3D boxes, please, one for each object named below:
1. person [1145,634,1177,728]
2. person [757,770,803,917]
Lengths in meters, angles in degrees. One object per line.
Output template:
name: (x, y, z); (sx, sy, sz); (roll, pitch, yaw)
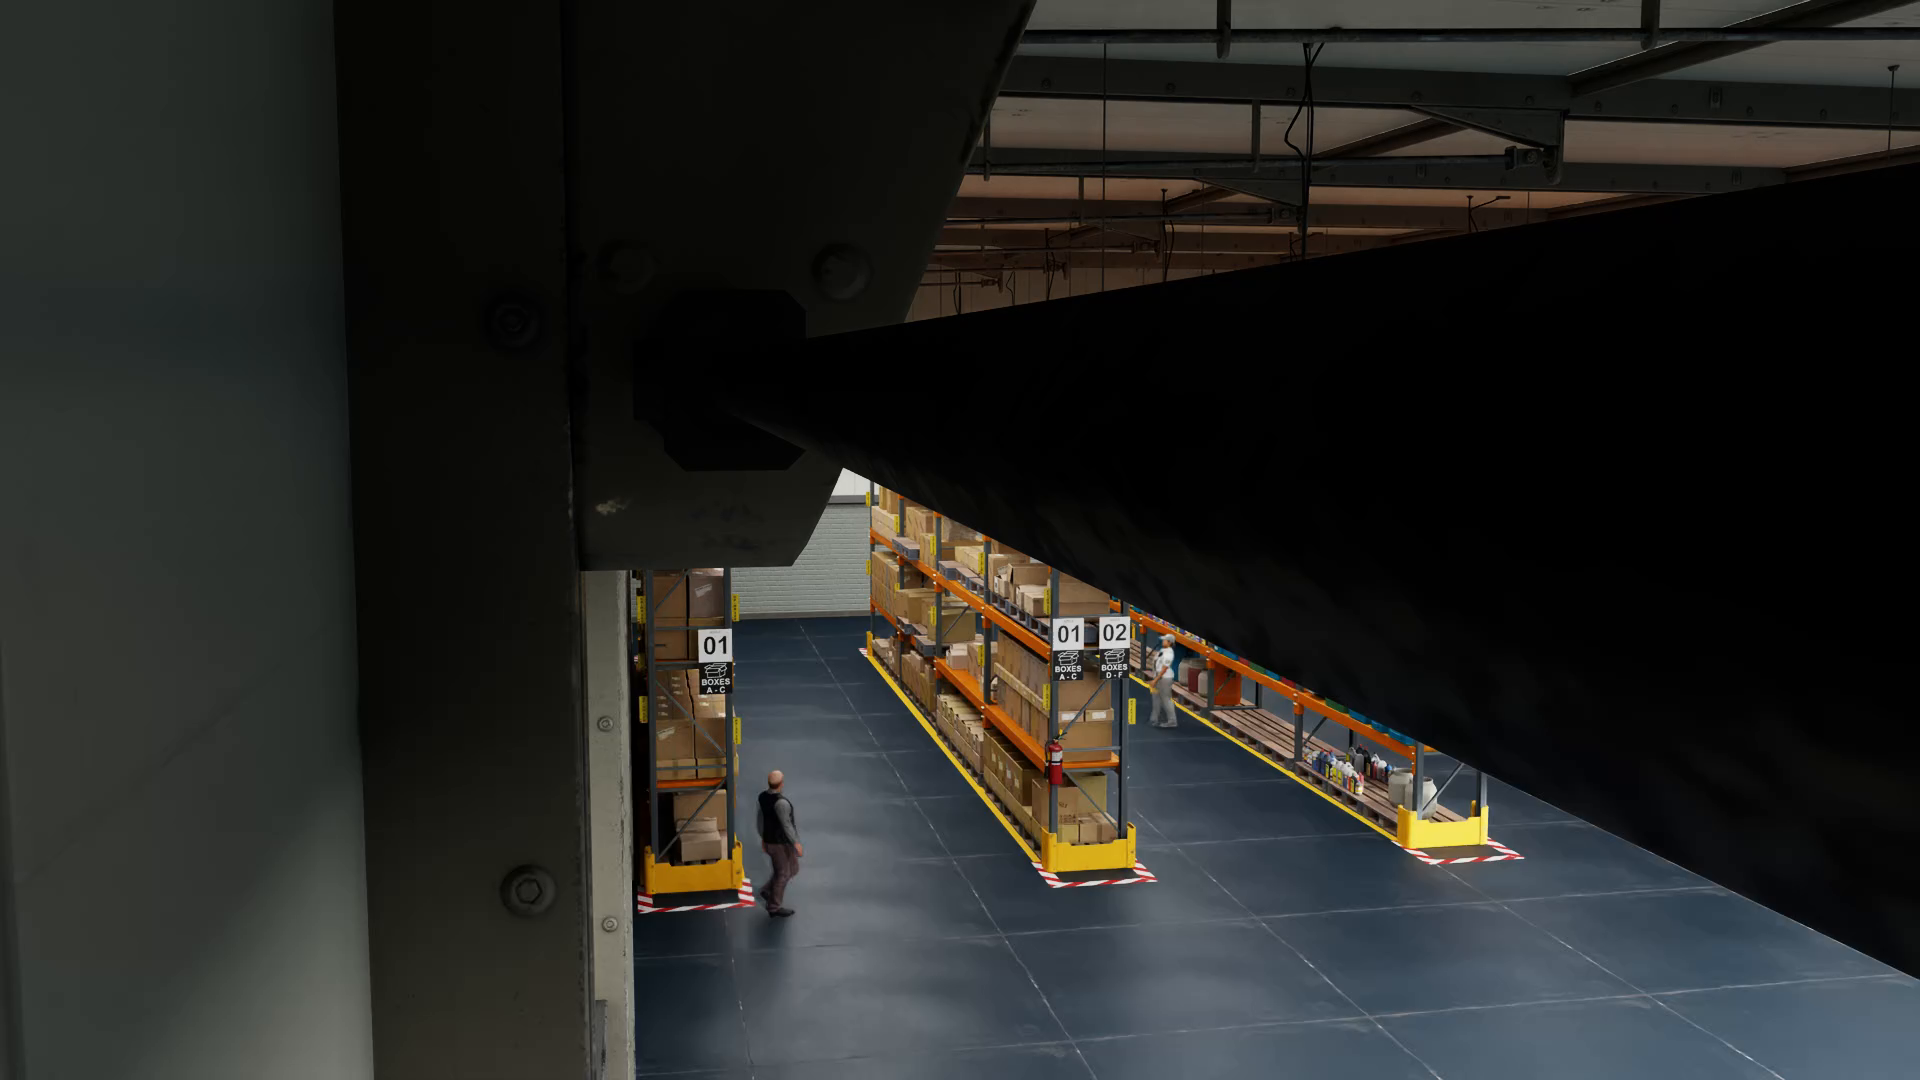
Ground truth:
person: (3.514, 2.517, 29.171); (0.637, 1.695, 0.618); (2, 6, 15)
person: (-2.065, 3.473, 19.056); (0.519, 1.708, 0.511); (-1, 6, -7)
